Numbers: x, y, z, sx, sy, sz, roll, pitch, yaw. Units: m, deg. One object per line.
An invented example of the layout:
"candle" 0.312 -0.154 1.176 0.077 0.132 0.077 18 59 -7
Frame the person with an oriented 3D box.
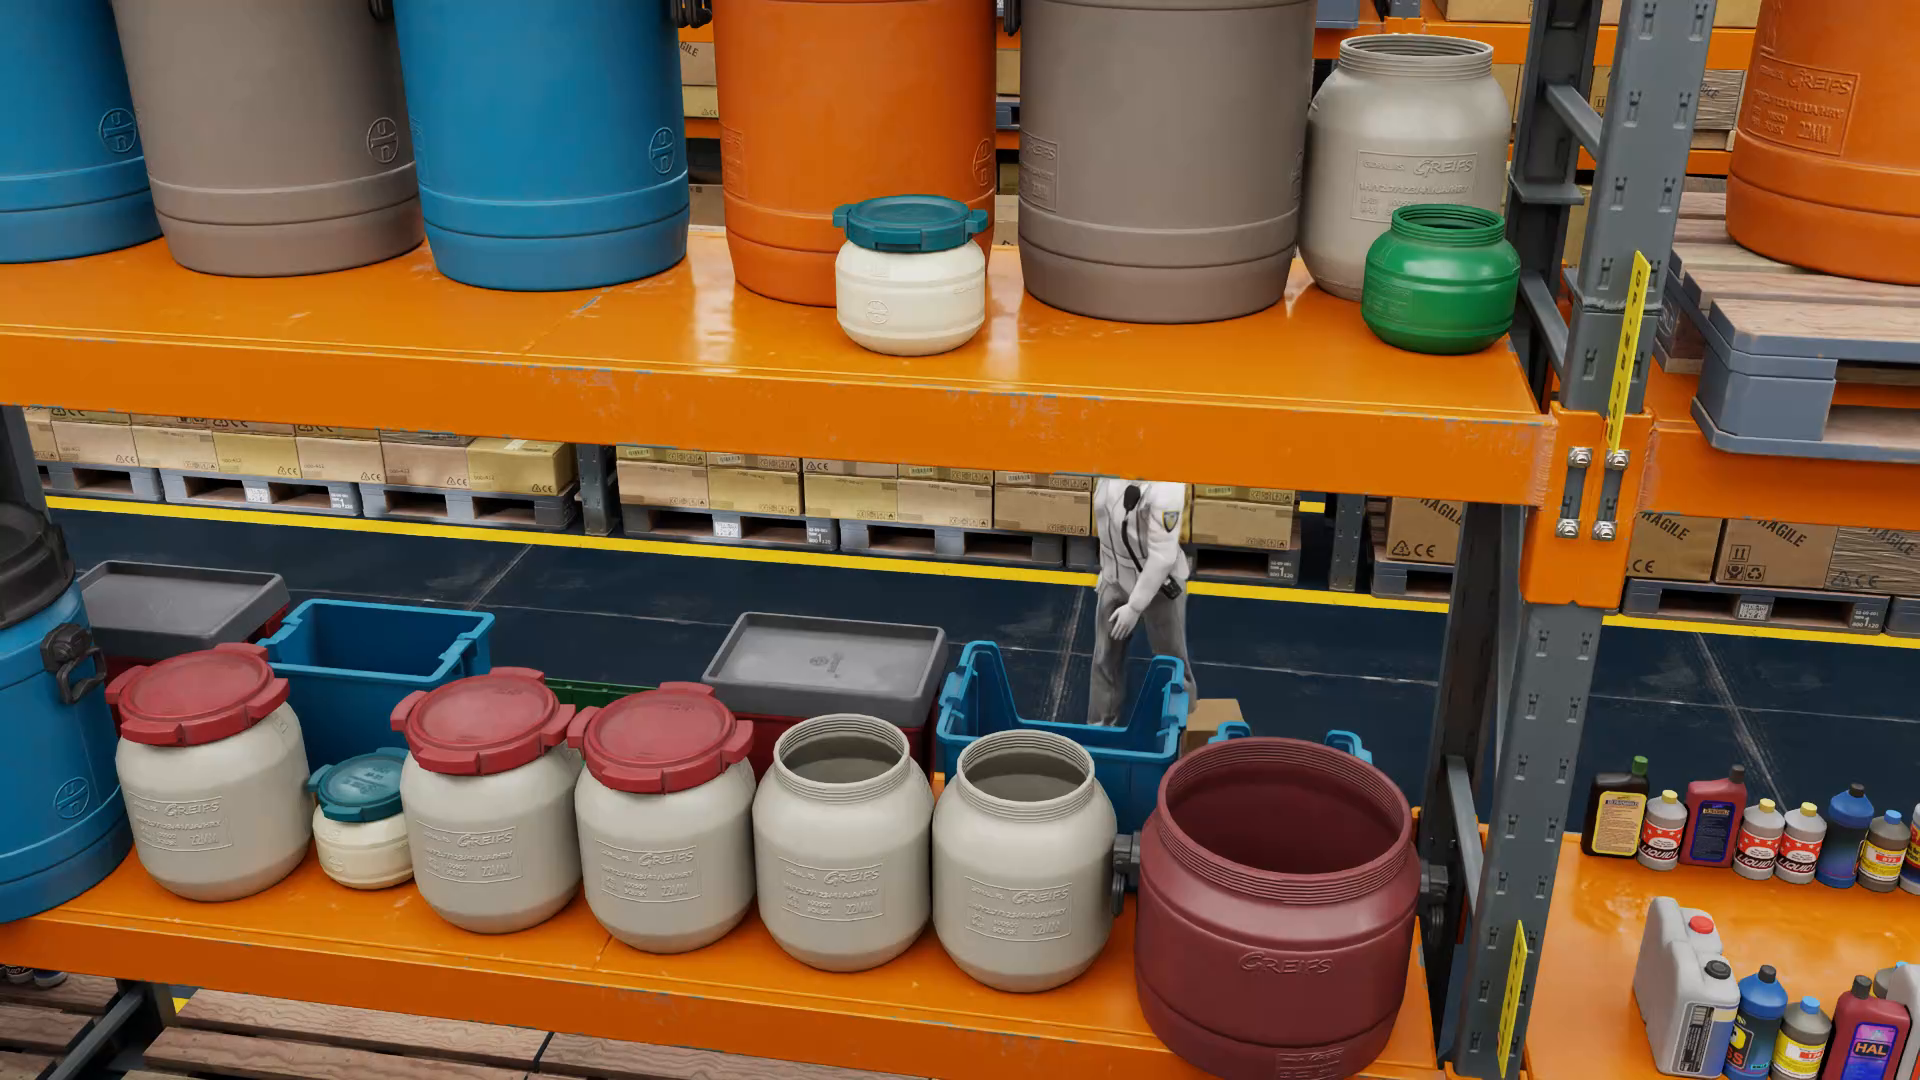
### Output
"person" 0.701 0.191 6.654 0.640 1.649 0.526 -16 30 -31
